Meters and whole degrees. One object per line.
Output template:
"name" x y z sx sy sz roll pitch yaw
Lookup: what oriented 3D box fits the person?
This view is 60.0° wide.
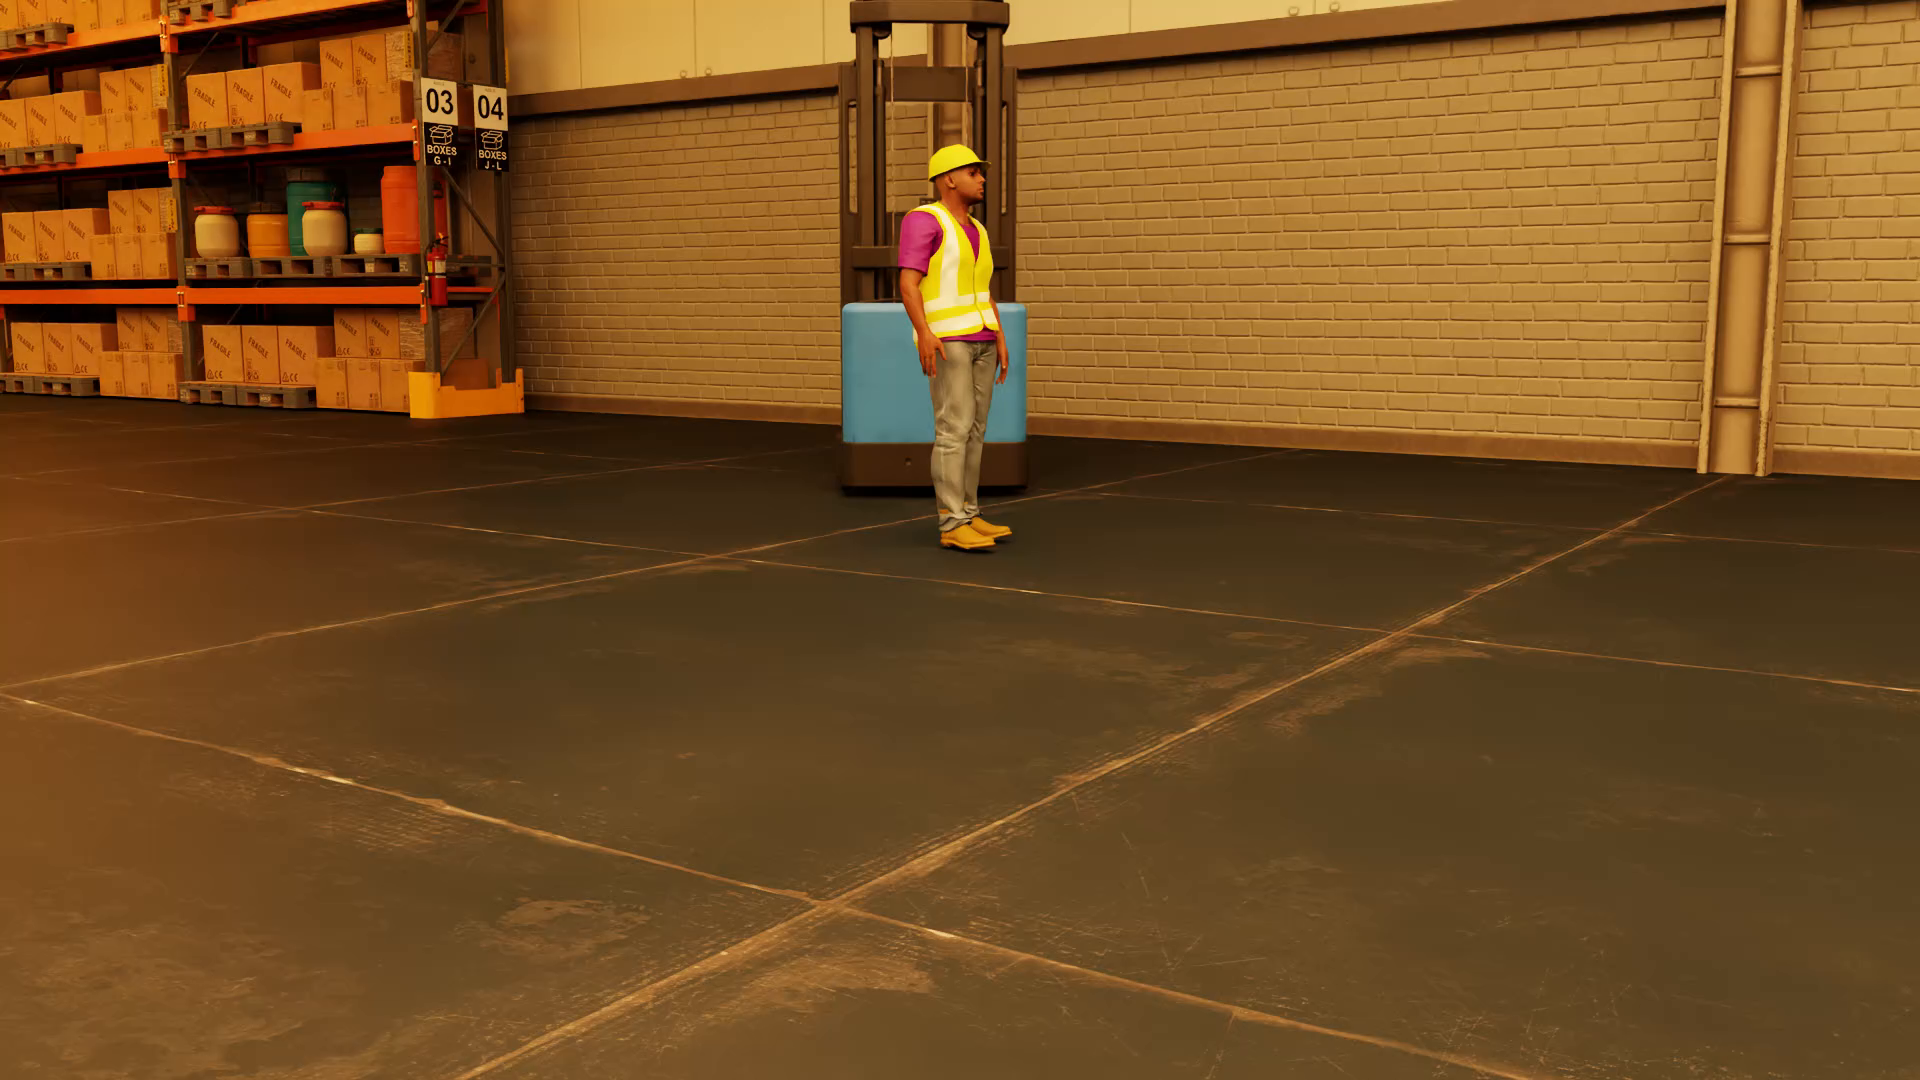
"person" 0.054 -0.876 7.435 0.577 1.765 0.666 5 10 34

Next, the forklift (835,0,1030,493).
"forklift" -0.210 -1.890 10.482 1.130 2.935 3.031 0 8 -3
